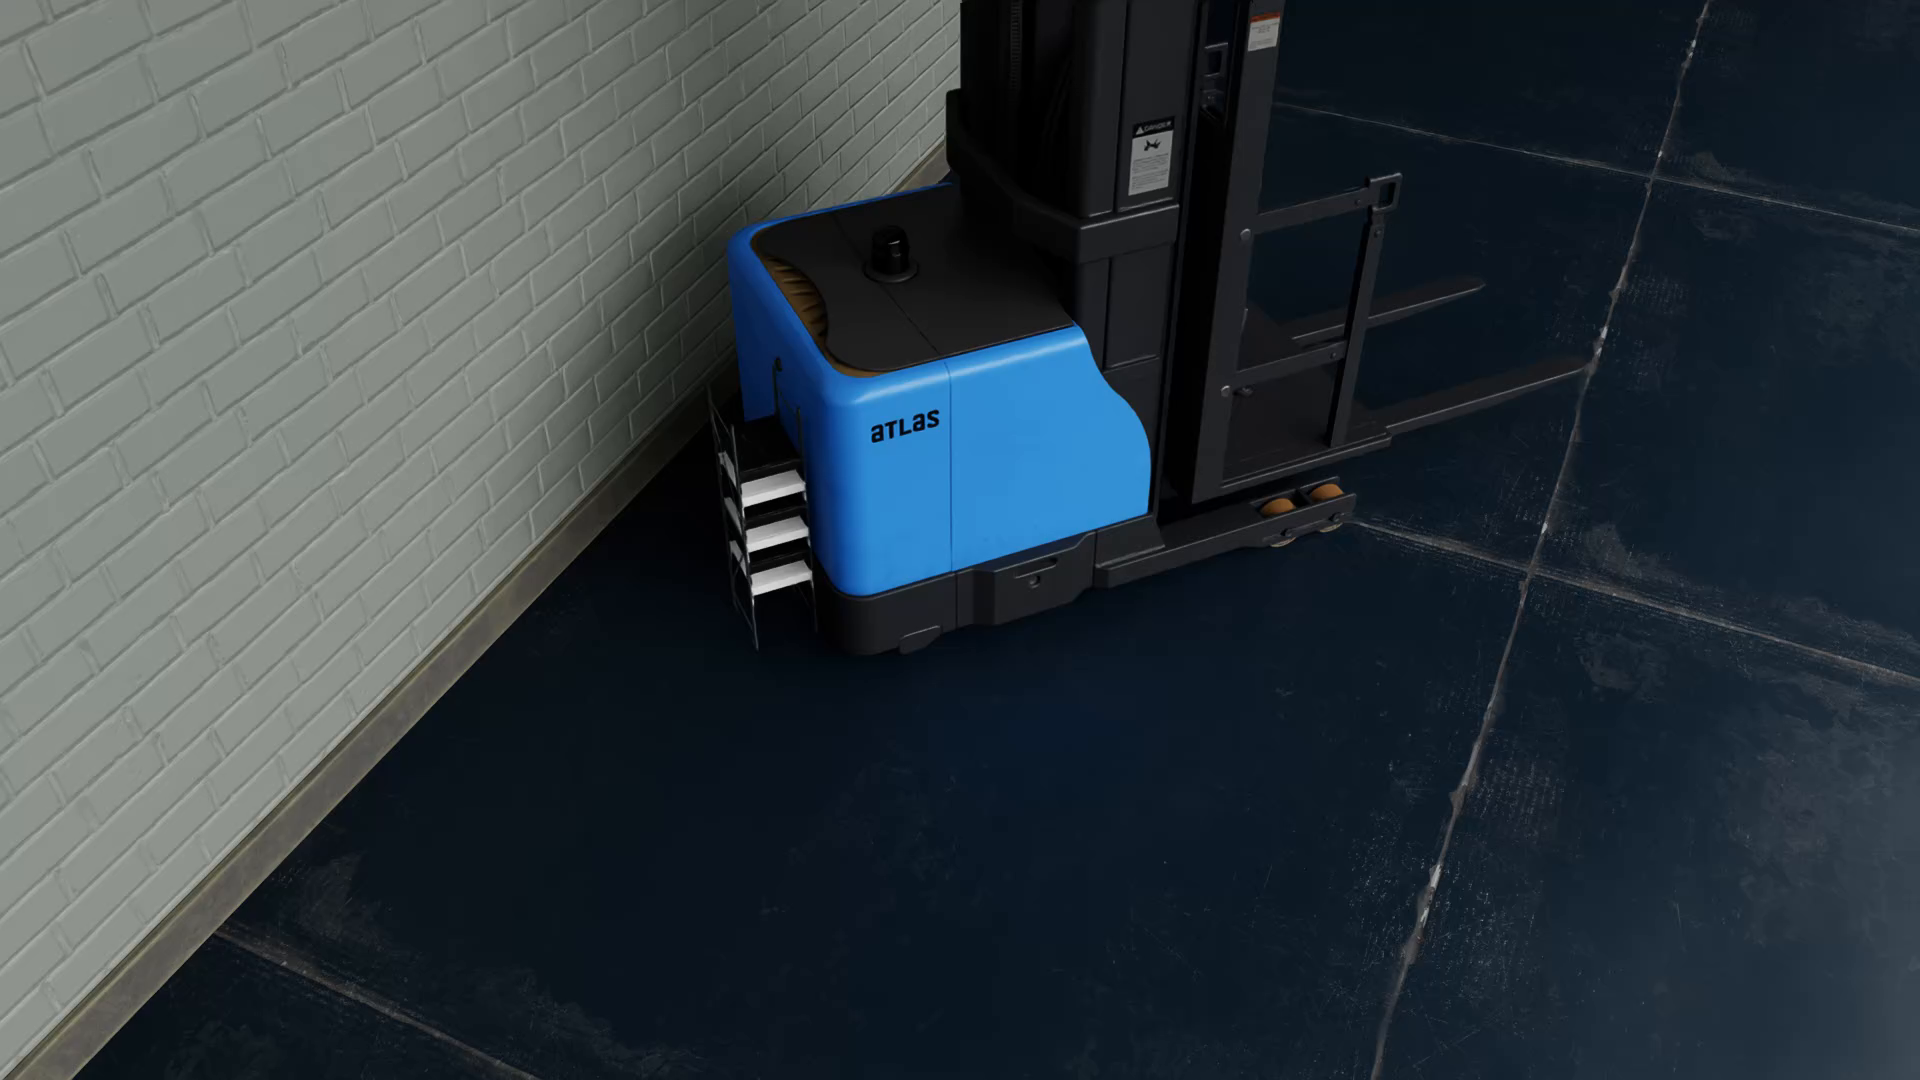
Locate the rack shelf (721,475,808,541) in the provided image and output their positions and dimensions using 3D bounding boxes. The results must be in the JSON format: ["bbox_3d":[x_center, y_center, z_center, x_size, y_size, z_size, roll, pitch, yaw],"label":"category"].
[{"bbox_3d":[-0.606,-0.127,5.123,0.200,0.077,0.258,-16,43,-18],"label":"rack shelf"}]

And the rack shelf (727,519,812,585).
[{"bbox_3d":[-0.606,0.009,5.240,0.200,0.077,0.258,-16,43,-18],"label":"rack shelf"}]

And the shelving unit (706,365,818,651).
[{"bbox_3d":[-0.606,-0.084,5.160,0.210,0.900,0.258,-16,43,-18],"label":"shelving unit"}]

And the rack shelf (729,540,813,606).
[{"bbox_3d":[-0.606,0.077,5.299,0.200,0.077,0.258,-16,43,-18],"label":"rack shelf"}]

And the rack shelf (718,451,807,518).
[{"bbox_3d":[-0.606,-0.195,5.064,0.200,0.077,0.258,-16,43,-18],"label":"rack shelf"}]

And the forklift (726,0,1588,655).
[{"bbox_3d":[0.812,-1.384,5.109,3.031,2.935,1.130,-16,43,-18],"label":"forklift"}]

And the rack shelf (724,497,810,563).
[{"bbox_3d":[-0.606,-0.059,5.182,0.200,0.077,0.258,-16,43,-18],"label":"rack shelf"}]

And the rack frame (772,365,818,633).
[{"bbox_3d":[-0.513,-0.111,5.191,0.006,0.900,0.240,-16,43,-18],"label":"rack frame"}]

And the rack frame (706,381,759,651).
[{"bbox_3d":[-0.699,-0.057,5.128,0.006,0.900,0.240,-16,43,-18],"label":"rack frame"}]

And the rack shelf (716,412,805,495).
[{"bbox_3d":[-0.606,-0.263,5.005,0.200,0.077,0.258,-16,43,-18],"label":"rack shelf"}]
